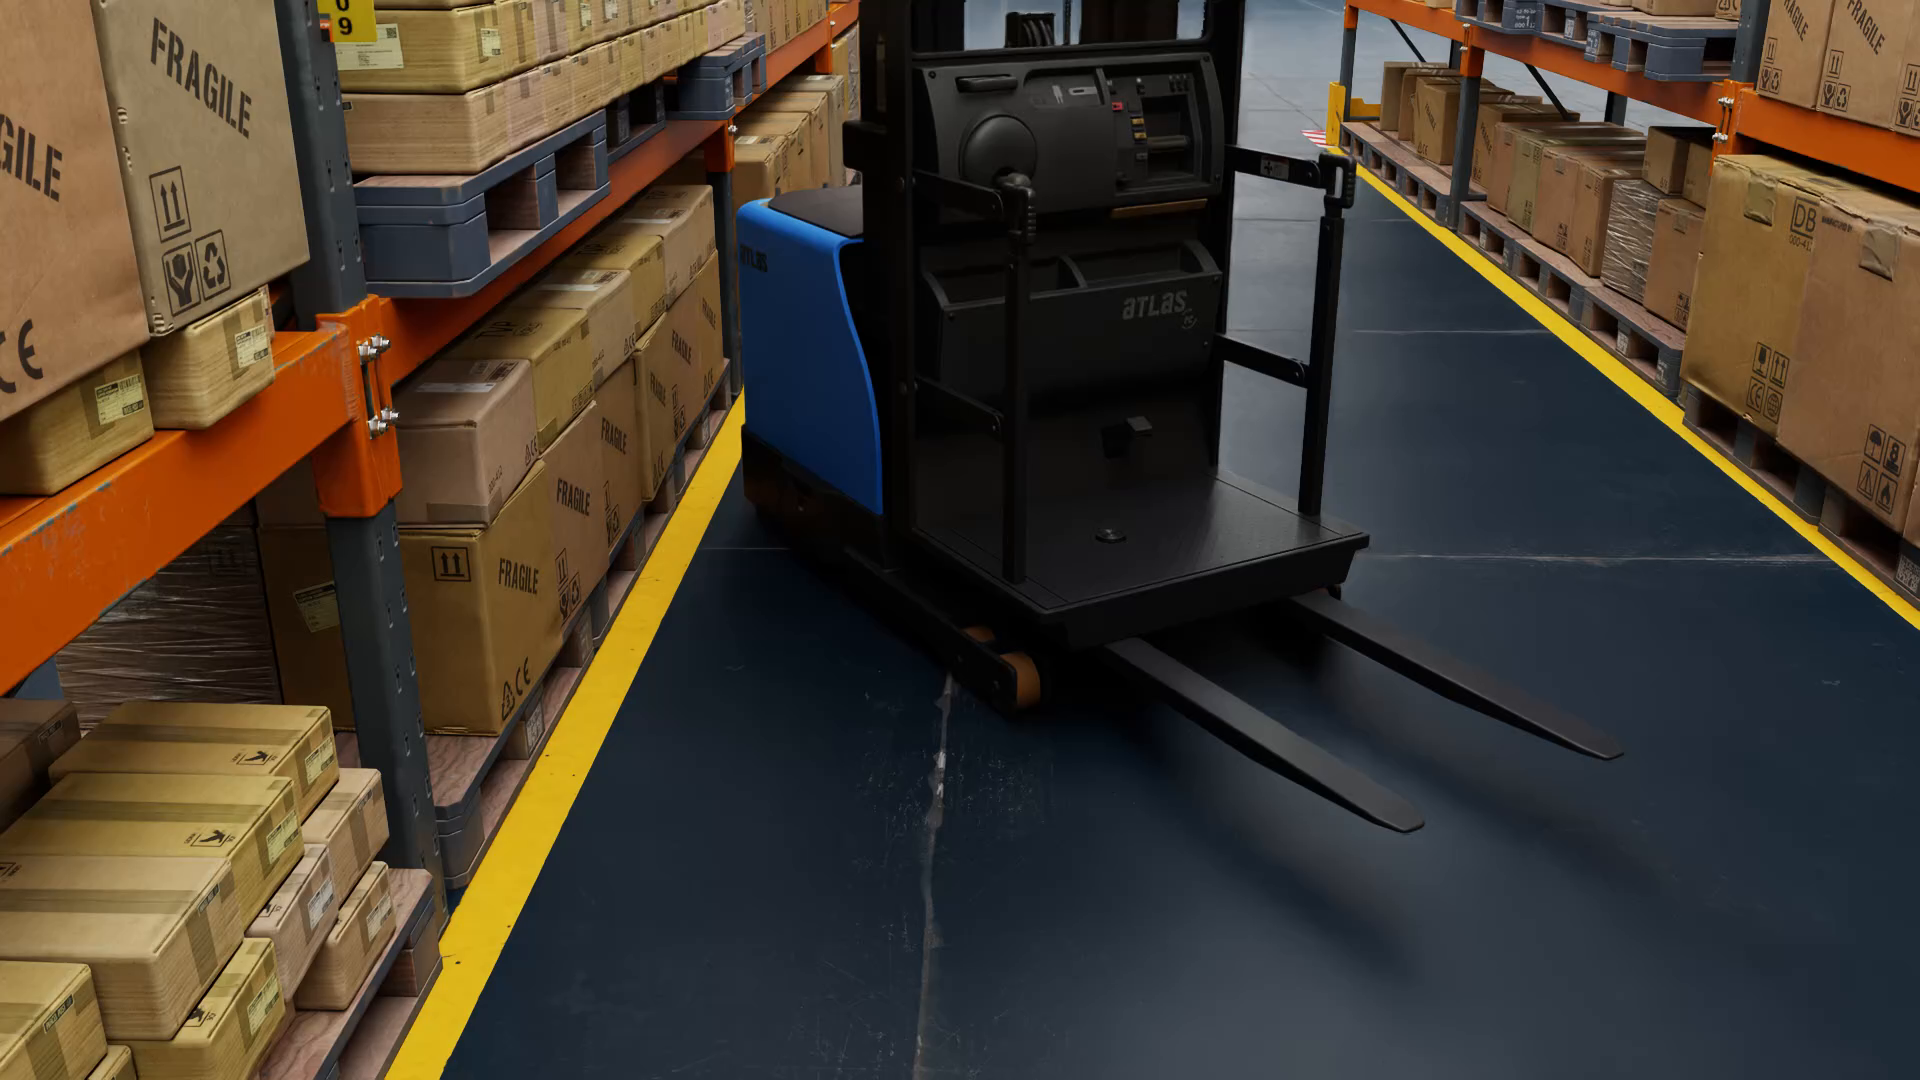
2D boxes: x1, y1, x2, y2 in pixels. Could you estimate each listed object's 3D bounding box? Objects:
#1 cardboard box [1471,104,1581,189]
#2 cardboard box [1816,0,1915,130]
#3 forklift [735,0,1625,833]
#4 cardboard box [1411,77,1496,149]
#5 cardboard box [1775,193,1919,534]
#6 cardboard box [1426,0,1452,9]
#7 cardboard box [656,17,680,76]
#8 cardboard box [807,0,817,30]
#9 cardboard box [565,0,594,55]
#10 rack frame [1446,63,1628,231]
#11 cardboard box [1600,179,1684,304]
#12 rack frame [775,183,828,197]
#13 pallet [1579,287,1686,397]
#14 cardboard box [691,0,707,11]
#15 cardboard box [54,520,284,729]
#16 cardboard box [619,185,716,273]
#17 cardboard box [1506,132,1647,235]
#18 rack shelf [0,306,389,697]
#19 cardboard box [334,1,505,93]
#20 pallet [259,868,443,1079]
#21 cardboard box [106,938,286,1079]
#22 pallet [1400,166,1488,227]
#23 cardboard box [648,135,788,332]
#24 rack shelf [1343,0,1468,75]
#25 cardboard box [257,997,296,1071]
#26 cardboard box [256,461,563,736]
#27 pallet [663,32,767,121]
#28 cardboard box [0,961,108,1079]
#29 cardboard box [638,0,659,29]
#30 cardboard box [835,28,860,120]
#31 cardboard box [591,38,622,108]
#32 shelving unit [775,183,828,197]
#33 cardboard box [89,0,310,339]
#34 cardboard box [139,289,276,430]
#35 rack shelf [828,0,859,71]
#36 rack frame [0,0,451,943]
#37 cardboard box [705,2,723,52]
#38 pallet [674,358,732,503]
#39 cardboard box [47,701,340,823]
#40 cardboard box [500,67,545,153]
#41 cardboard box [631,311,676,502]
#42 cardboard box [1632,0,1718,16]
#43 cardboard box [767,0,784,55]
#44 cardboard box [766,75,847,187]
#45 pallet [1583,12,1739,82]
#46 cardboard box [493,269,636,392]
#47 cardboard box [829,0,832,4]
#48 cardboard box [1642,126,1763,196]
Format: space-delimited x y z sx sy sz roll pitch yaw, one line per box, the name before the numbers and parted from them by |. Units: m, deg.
cardboard box | 3.684 -2.560 10.856 0.500 0.500 0.500 0 21 0
cardboard box | 3.210 -1.627 5.436 0.500 0.500 0.500 0 21 0
forklift | 0.431 -1.099 4.309 1.130 2.935 3.031 -12 24 -28
cardboard box | 3.696 -3.194 12.489 0.500 0.500 0.500 3 21 7
cardboard box | 3.433 -0.573 5.216 1.225 0.875 0.875 1 21 2
cardboard box | 3.325 -3.621 11.062 0.380 0.149 0.250 1 21 2
cardboard box | -1.044 -1.462 4.917 0.380 0.149 0.250 1 21 3
cardboard box | -1.087 -3.149 9.360 0.500 0.500 0.500 0 21 1
cardboard box | -1.074 -1.220 3.882 0.380 0.149 0.250 0 21 -1
rack frame | 3.632 -3.386 10.108 1.000 3.000 0.127 1 21 2
cardboard box | 3.514 -1.422 7.895 0.700 0.500 0.500 -1 21 -3
rack frame | -0.556 -0.755 6.023 0.200 1.050 0.008 -12 24 -28
pallet | 3.535 -0.922 7.613 1.003 0.211 1.213 1 21 2
cardboard box | -1.024 -1.782 5.330 0.380 0.149 0.250 1 21 2
cardboard box | -1.796 0.115 3.961 0.500 0.500 0.500 0 21 1
cardboard box | -1.203 -1.160 6.211 0.500 0.250 0.500 0 21 0
cardboard box | 3.558 -2.031 9.465 0.700 0.500 0.500 1 21 1
rack shelf | -1.627 0.474 1.154 1.077 0.370 4.000 1 21 2
cardboard box | -1.095 -0.939 3.157 0.380 0.149 0.250 1 21 2
pallet | -1.551 0.959 2.765 1.003 0.211 1.213 1 21 2
cardboard box | -1.244 0.723 2.468 0.380 0.149 0.250 0 21 0
pallet | 3.617 -2.329 11.239 1.003 0.211 1.213 1 21 2
cardboard box | -1.336 -1.397 7.511 1.050 0.750 0.750 0 21 1
rack shelf | 3.692 -3.773 12.102 1.077 0.370 4.000 1 21 2
cardboard box | -1.329 0.788 2.713 0.380 0.149 0.250 1 21 3
cardboard box | -1.279 0.121 3.945 0.500 0.500 0.500 1 21 4
pallet | -1.360 -1.682 5.983 1.213 0.211 1.003 1 21 2
cardboard box | -1.371 0.679 2.170 0.380 0.149 0.250 1 21 3
cardboard box | -1.049 -1.504 4.615 0.380 0.149 0.250 0 21 1
cardboard box | -1.210 -3.235 12.075 0.875 0.875 0.875 1 21 2
cardboard box | -1.064 -1.174 4.174 0.380 0.149 0.250 0 21 -1
shelving unit | -0.495 -0.717 5.925 0.215 1.050 0.252 -12 24 -28
cardboard box | -1.299 -0.591 2.357 0.500 0.500 0.500 1 21 2
cardboard box | -1.240 -0.267 2.417 0.380 0.149 0.250 0 21 0
rack shelf | -1.262 -3.864 12.336 1.077 0.370 4.000 1 21 2
rack frame | -1.566 -0.584 2.888 1.000 3.000 0.127 1 21 2
cardboard box | -1.017 -1.743 5.641 0.380 0.149 0.250 1 21 3
pallet | -1.470 -0.448 6.391 1.003 0.211 1.213 1 21 2
cardboard box | -1.317 0.403 2.881 0.380 0.149 0.250 1 21 3
cardboard box | -1.092 -0.901 3.470 0.380 0.149 0.250 1 21 2
cardboard box | -1.223 -0.441 5.394 0.500 0.500 0.500 0 21 -1
cardboard box | 3.403 -2.580 7.314 0.700 0.500 0.500 4 22 10
cardboard box | -1.133 -2.603 7.952 0.500 0.500 0.500 1 21 2
cardboard box | -1.252 -2.398 10.093 1.050 0.750 0.750 1 21 1
pallet | 3.425 -2.109 7.082 1.213 0.211 1.003 1 21 2
cardboard box | -1.246 -0.605 4.781 0.500 0.250 0.500 1 21 4
cardboard box | -1.330 -3.879 11.173 0.875 0.550 0.550 1 21 2
cardboard box | 3.506 -1.763 7.737 0.500 0.250 0.500 3 21 8
